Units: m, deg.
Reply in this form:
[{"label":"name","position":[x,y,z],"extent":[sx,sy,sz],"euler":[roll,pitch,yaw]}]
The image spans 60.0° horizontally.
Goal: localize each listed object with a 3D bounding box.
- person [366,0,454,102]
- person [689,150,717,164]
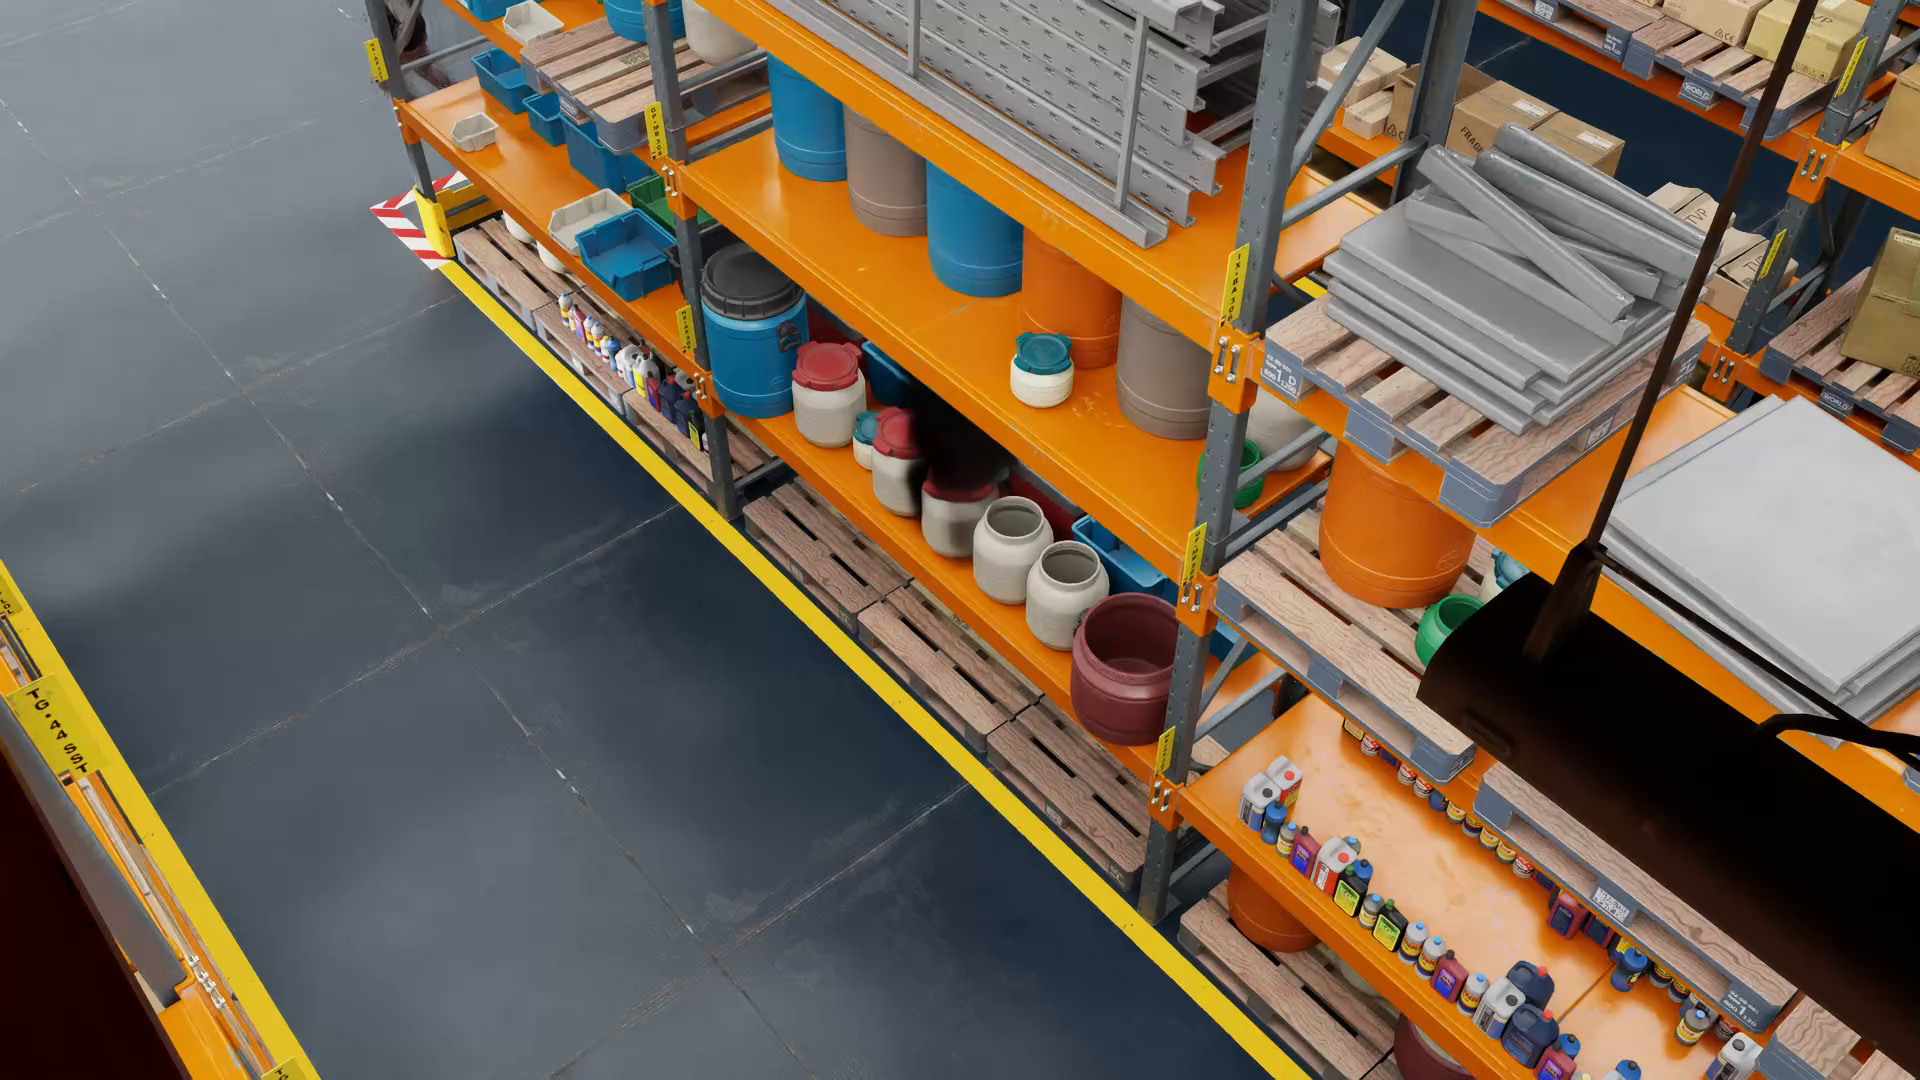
[{"label":"person","position":[-4.601,-4.119,13.739],"extent":[0.674,1.721,0.712],"euler":[1,46,1]},{"label":"person","position":[-2.052,-3.276,12.944],"extent":[0.806,1.676,0.616],"euler":[27,52,24]}]
